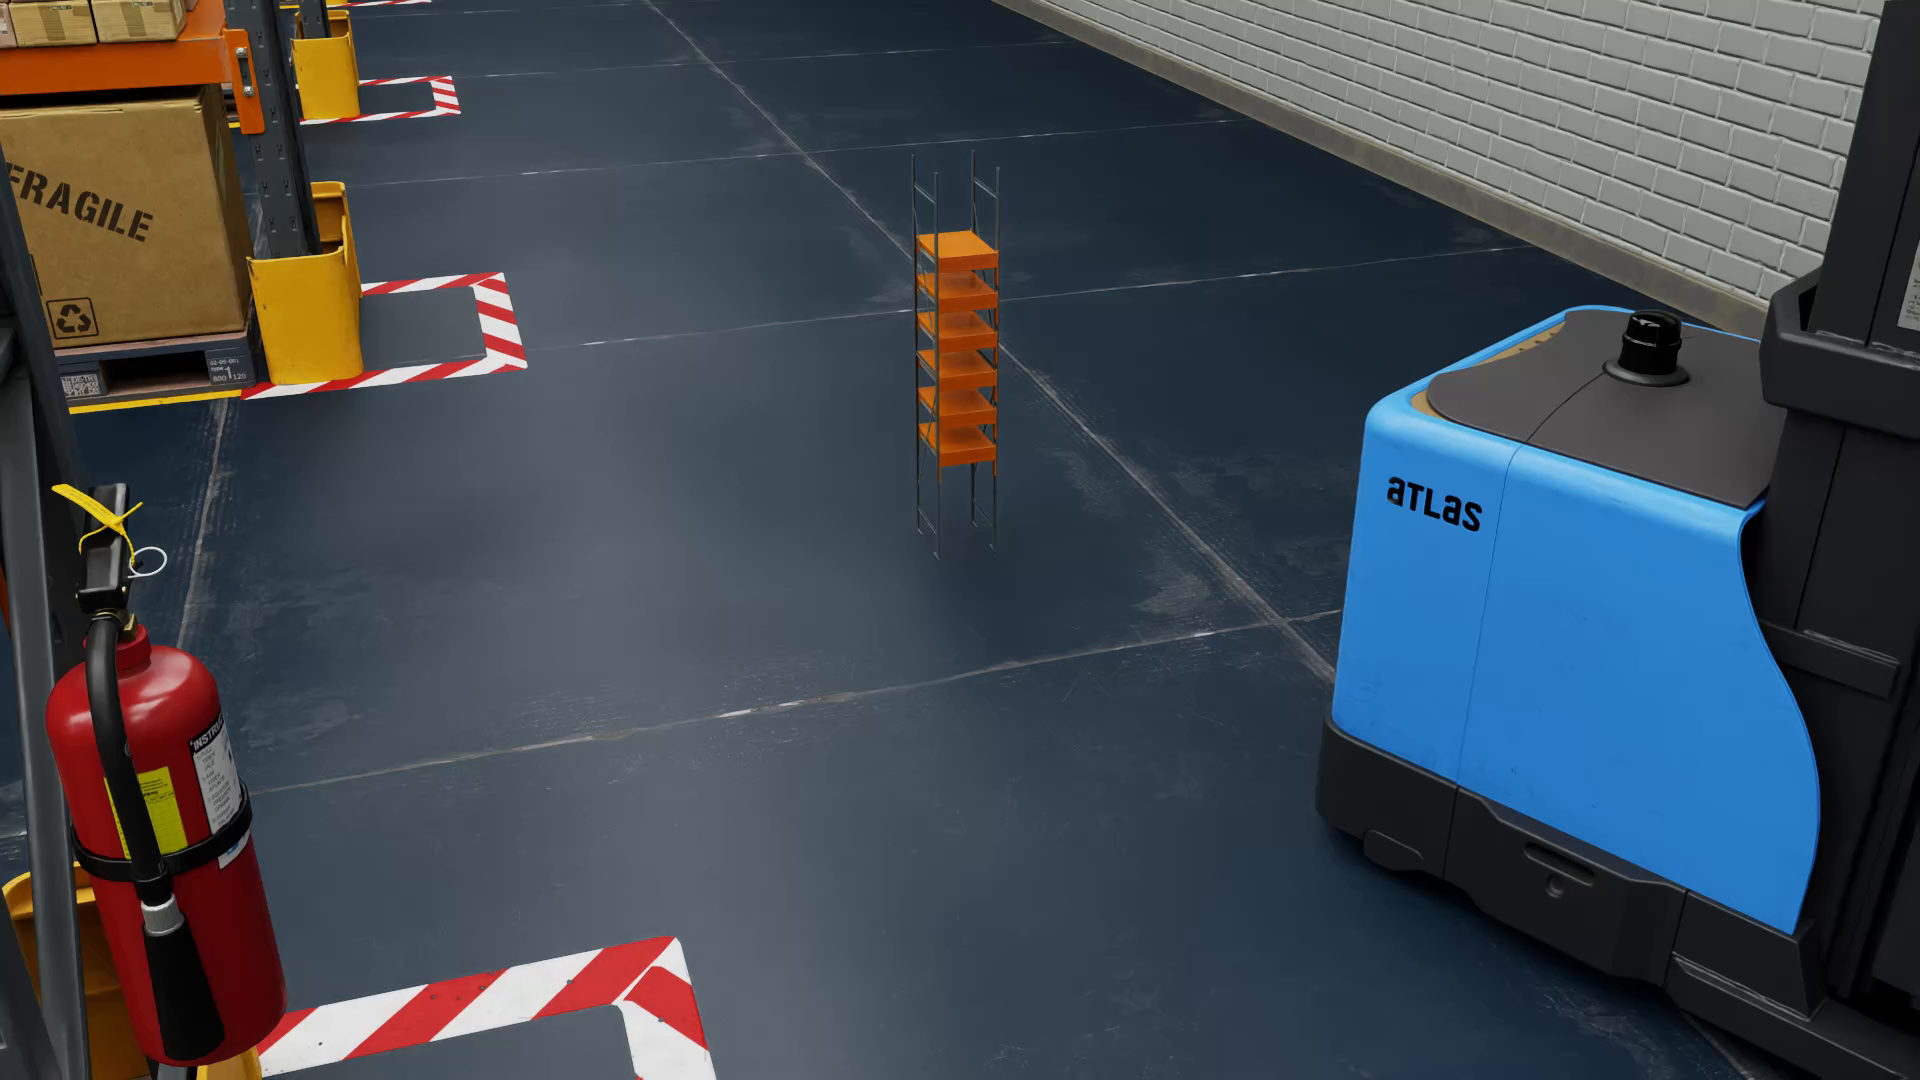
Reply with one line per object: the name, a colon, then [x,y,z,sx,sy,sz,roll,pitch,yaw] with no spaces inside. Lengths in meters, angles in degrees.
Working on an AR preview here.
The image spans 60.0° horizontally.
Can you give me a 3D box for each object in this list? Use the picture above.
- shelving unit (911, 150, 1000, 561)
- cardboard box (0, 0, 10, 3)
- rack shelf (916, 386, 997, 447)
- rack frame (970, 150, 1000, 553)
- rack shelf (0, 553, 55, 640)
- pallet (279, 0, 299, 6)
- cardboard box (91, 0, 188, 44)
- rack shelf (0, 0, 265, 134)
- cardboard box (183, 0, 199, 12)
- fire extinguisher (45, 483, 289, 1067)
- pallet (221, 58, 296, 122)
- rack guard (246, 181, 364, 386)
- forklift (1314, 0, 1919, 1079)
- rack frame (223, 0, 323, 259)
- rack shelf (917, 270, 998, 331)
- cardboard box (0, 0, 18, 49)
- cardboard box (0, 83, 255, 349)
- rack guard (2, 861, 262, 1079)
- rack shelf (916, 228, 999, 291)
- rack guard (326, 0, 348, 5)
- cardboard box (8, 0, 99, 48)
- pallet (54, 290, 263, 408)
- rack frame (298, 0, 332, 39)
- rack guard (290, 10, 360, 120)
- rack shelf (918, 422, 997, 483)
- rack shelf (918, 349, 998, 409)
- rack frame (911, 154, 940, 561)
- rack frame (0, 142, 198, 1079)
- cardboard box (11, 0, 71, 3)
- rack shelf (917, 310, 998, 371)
shelving unit: [-0.014,-0.535,4.979,0.189,1.200,0.258,-8,28,-16]
cardboard box: [-3.574,-2.020,5.779,0.500,0.250,0.500,-9,28,-17]
rack shelf: [-0.014,-0.388,5.052,0.180,0.103,0.258,-8,28,-16]
rack frame: [0.073,-0.548,5.005,0.006,1.200,0.240,-8,28,-16]
rack shelf: [-3.175,0.507,1.665,4.000,0.370,1.077,-8,28,-16]
pallet: [-6.607,-5.021,15.127,1.213,0.211,1.003,-8,28,-16]
cardboard box: [-2.950,-1.901,5.989,0.250,0.149,0.380,-8,27,-15]
rack shelf: [-4.615,-1.604,5.917,4.000,0.370,1.077,-8,28,-16]
cardboard box: [-3.153,-2.180,6.551,0.250,0.149,0.380,-8,27,-16]
fire extinguisher: [-0.891,0.271,1.837,0.183,0.674,0.296,-8,28,-16]
pallet: [-5.043,-2.950,10.955,1.213,0.211,1.003,-8,28,-16]
rack guard: [-2.690,-1.086,6.875,0.348,0.500,1.175,-8,28,-16]
forklift: [2.221,-0.321,2.601,3.031,2.935,1.130,24,35,39]
rack frame: [-2.713,-2.202,6.312,0.127,3.000,1.000,-8,28,-16]
rack shelf: [-0.014,-0.711,4.892,0.180,0.103,0.258,-8,28,-16]
cardboard box: [-3.437,-1.830,5.846,0.250,0.149,0.380,-8,28,-16]
cardboard box: [-3.297,-1.316,6.446,0.875,0.875,0.875,-8,28,-16]
rack guard: [-1.345,1.039,2.595,0.348,0.500,1.175,-8,28,-16]
rack shelf: [-0.014,-0.818,4.839,0.180,0.103,0.258,-8,28,-16]
rack guard: [-5.849,-5.261,15.285,0.348,0.500,1.175,-8,28,-16]
cardboard box: [-3.196,-1.865,5.915,0.250,0.149,0.380,-8,27,-16]
pallet: [-3.449,-0.810,6.644,1.213,0.211,1.003,-8,28,-16]
rack frame: [-4.247,-4.296,10.530,0.127,3.000,1.000,-8,28,-16]
rack guard: [-4.228,-3.185,11.104,0.348,0.500,1.175,-8,28,-16]
rack shelf: [-0.014,-0.281,5.106,0.180,0.103,0.258,-8,28,-16]
rack shelf: [-0.014,-0.496,4.999,0.180,0.103,0.258,-8,28,-16]
rack frame: [-0.101,-0.523,4.954,0.006,1.200,0.240,-8,28,-16]
rack frame: [-1.274,-0.092,2.063,0.053,2.616,0.949,-8,28,-16]
cardboard box: [-3.092,-2.089,5.919,0.500,0.250,0.500,-9,28,-17]
rack shelf: [-0.014,-0.603,4.946,0.180,0.103,0.258,-8,28,-16]
